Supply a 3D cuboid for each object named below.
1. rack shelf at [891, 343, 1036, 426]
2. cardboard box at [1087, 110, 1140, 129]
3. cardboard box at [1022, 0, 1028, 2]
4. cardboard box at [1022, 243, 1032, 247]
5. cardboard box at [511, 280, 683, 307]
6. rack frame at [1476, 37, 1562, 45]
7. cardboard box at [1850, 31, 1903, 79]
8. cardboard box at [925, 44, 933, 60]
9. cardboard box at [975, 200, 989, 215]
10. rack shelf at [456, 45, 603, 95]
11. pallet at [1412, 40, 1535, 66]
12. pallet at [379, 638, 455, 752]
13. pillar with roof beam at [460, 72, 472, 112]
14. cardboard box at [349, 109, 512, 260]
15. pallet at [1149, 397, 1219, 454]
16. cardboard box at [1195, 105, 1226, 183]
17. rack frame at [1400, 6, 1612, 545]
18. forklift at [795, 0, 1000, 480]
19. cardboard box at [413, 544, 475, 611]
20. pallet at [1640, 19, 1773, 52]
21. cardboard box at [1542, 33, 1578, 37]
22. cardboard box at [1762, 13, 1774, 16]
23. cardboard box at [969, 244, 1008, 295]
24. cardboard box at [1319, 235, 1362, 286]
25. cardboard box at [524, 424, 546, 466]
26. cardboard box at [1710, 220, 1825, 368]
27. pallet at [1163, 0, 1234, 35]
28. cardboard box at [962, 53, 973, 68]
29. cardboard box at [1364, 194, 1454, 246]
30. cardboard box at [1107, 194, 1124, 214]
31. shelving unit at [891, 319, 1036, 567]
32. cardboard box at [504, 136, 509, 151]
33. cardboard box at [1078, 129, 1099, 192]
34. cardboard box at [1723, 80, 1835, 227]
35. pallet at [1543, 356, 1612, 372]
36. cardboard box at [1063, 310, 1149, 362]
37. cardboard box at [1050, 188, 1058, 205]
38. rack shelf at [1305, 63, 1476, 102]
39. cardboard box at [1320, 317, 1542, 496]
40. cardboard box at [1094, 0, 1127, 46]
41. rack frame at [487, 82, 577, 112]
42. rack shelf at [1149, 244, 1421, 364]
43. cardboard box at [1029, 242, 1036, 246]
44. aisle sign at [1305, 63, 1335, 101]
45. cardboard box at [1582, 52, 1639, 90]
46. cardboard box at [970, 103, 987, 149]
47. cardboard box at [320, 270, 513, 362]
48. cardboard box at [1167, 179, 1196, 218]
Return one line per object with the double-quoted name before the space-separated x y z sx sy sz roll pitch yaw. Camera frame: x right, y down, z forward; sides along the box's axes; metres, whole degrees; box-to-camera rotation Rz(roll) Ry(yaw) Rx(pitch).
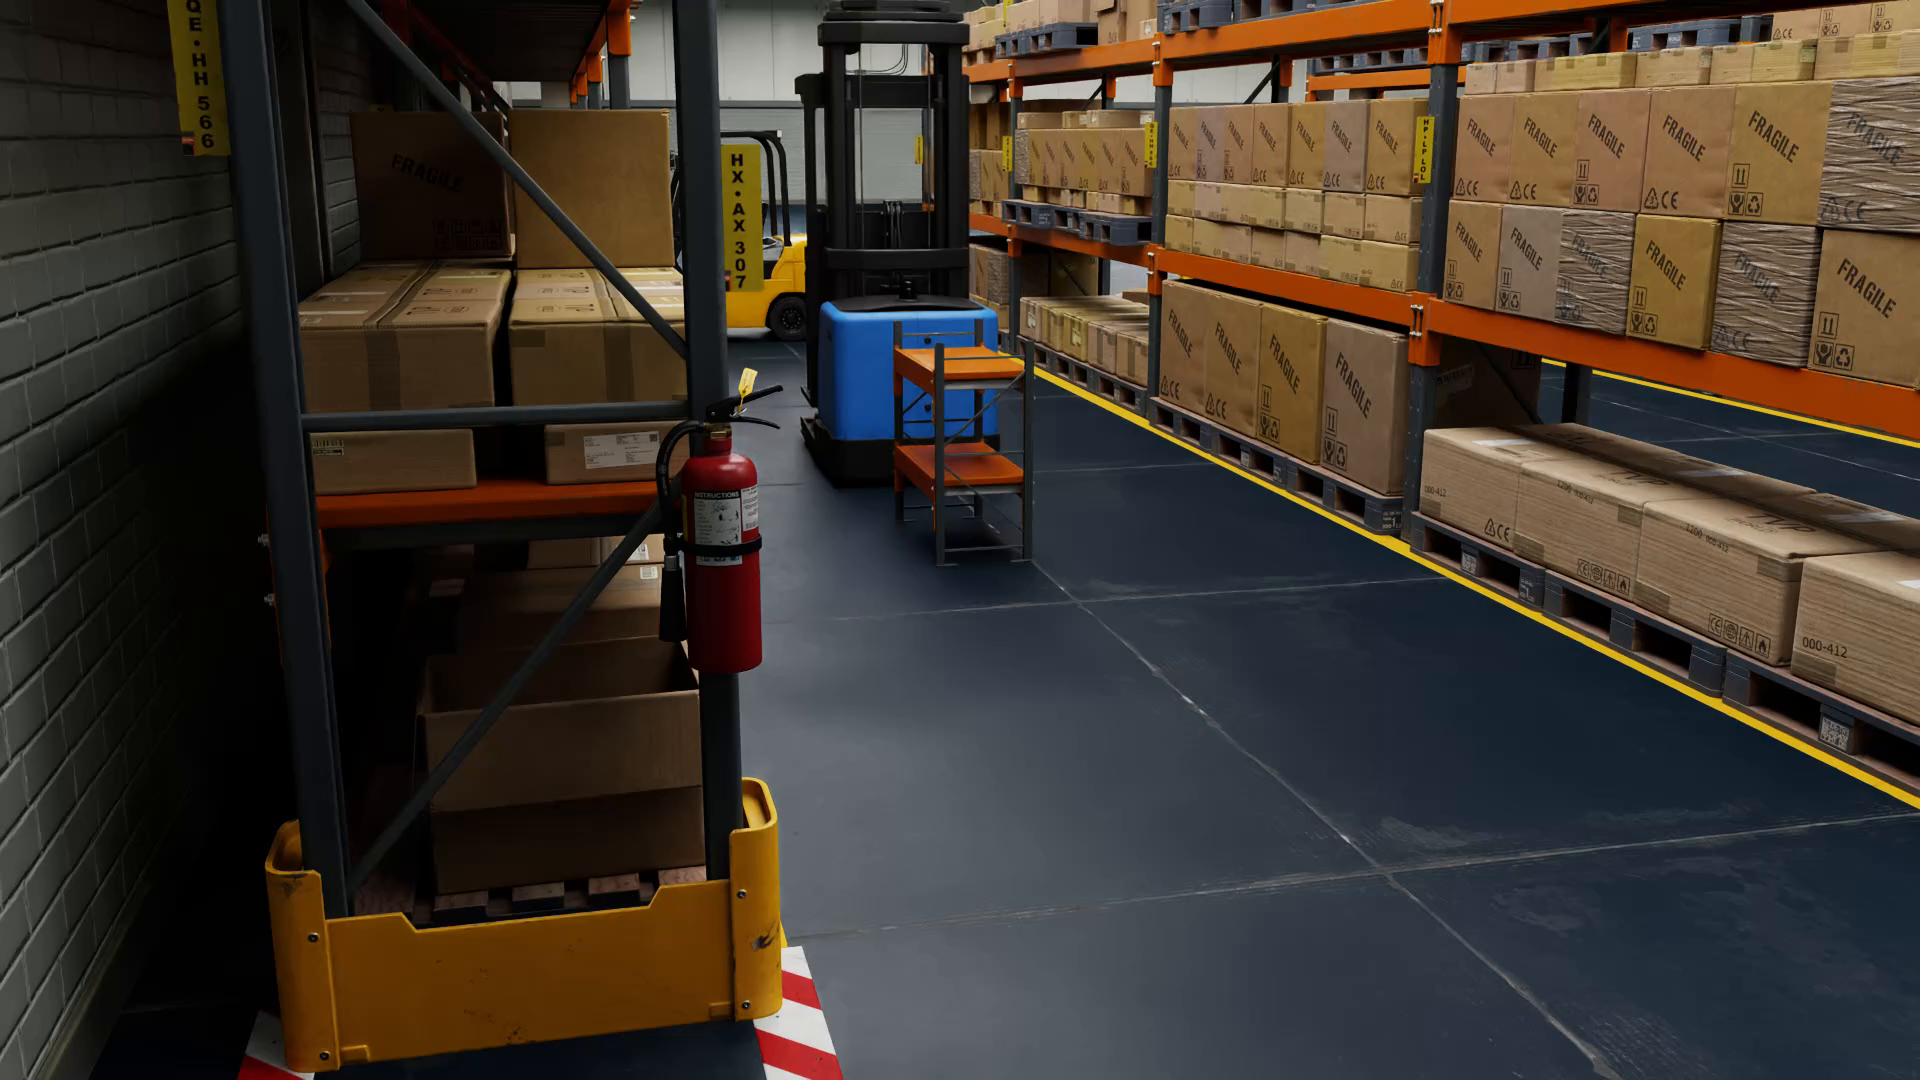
"rack shelf" 0.002 -0.829 8.718 0.538 0.278 1.000 -3 14 -13
"cardboard box" 1.265 -3.468 13.711 0.380 0.149 0.250 -4 14 -16
"cardboard box" 0.858 -4.876 14.623 0.500 0.250 0.500 -4 14 -14
"cardboard box" 0.850 -2.943 17.981 0.500 0.500 0.500 -3 14 -10
"cardboard box" -0.985 -0.578 4.663 0.500 0.250 0.500 -3 14 -13
"rack frame" 5.771 -6.530 16.694 1.000 3.000 0.127 -3 14 -13
"cardboard box" 3.278 -1.642 5.642 0.380 0.149 0.250 -3 14 -12
"cardboard box" -0.097 -5.637 19.050 0.500 0.250 0.500 -4 14 -14
"cardboard box" 0.370 -3.486 17.404 0.380 0.149 0.250 -3 14 -14
"rack shelf" -3.371 -3.685 12.887 1.077 0.370 4.000 -3 14 -13
"pallet" 5.589 -5.219 17.836 1.003 0.211 1.213 -3 14 -13
"pallet" -1.511 0.602 6.020 1.003 0.211 1.213 -3 14 -13
"pillar with roof beam" -2.717 -8.289 23.895 9.100 9.000 0.400 -3 14 -13
"cardboard box" -1.870 -1.271 5.918 0.500 0.500 0.500 -4 14 -15
"pallet" 2.035 -0.853 11.974 1.003 0.211 1.213 -3 14 -13
"cardboard box" 1.927 -2.687 11.286 0.500 0.500 0.500 -3 14 -13
"rack frame" 2.862 -1.471 8.628 1.000 3.000 0.127 -3 14 -13
"forklift" -0.525 -2.098 11.340 1.130 2.935 3.031 -3 14 -10
"cardboard box" -2.036 0.074 7.083 0.500 0.311 0.500 -3 14 -11
"pallet" 6.508 -4.204 13.892 1.213 0.211 1.003 -3 14 -11
"cardboard box" 6.093 -5.099 16.376 0.500 0.250 0.500 -3 14 -13
"cardboard box" 6.788 -4.367 13.593 0.380 0.149 0.250 -4 14 -15
"cardboard box" 0.342 -2.905 17.828 0.500 0.500 0.500 -3 14 -10
"cardboard box" 2.394 -1.605 9.493 0.500 0.250 0.500 -3 14 -14
"cardboard box" -0.937 -0.296 4.347 0.380 0.149 0.250 -3 14 -12
"cardboard box" 3.198 -0.928 6.195 0.500 0.500 0.500 -3 14 -12
"pallet" 2.126 -3.614 11.475 1.213 0.211 1.003 -3 14 -11
"cardboard box" 0.215 -5.123 17.786 0.380 0.149 0.250 -4 14 -15
"cardboard box" 2.523 -1.729 8.947 0.500 0.250 0.500 -3 14 -13
"cardboard box" 1.381 -2.652 13.105 0.380 0.149 0.250 -3 14 -14
"shelving unit" 0.002 -0.545 8.787 0.538 1.125 1.048 -3 14 -13
"cardboard box" -4.209 -3.604 15.154 0.380 0.149 0.250 -3 14 -13
"cardboard box" 1.294 -3.115 13.635 0.500 0.500 0.500 -4 14 -17
"cardboard box" 3.193 -1.414 6.075 0.500 0.500 0.500 -3 14 -13
"pallet" 6.316 -1.805 15.872 1.003 0.211 1.213 -3 14 -13
"cardboard box" 1.446 -1.797 14.615 0.950 0.372 0.625 -3 14 -11
"cardboard box" 1.017 -3.072 14.827 0.380 0.149 0.250 -3 14 -12
"rack shelf" 5.302 -5.185 19.024 1.077 0.370 4.000 -3 14 -13
"cardboard box" 2.639 -0.781 9.397 0.875 0.875 0.875 -3 14 -11
"cardboard box" 1.537 -4.251 13.470 0.797 0.503 0.637 -3 14 -13
"rack frame" -4.780 -3.962 18.823 1.000 3.000 0.127 -3 14 -13
"rack shelf" 2.393 -1.583 10.602 1.077 0.370 4.000 -3 14 -13
"cardboard box" 0.948 -3.228 17.781 0.380 0.149 0.250 -2 14 -10
"aisle sign" 4.524 -5.801 20.873 0.394 0.787 0.004 -3 14 -13
"cardboard box" 2.894 -1.995 7.087 0.380 0.149 0.250 -4 14 -15
"cardboard box" 0.488 -4.695 18.881 0.700 0.500 0.500 -3 14 -13
"cardboard box" -1.620 -0.667 5.027 0.500 0.250 0.500 -3 14 -11
"cardboard box" 1.802 -2.433 11.828 0.500 0.250 0.500 -3 14 -14
